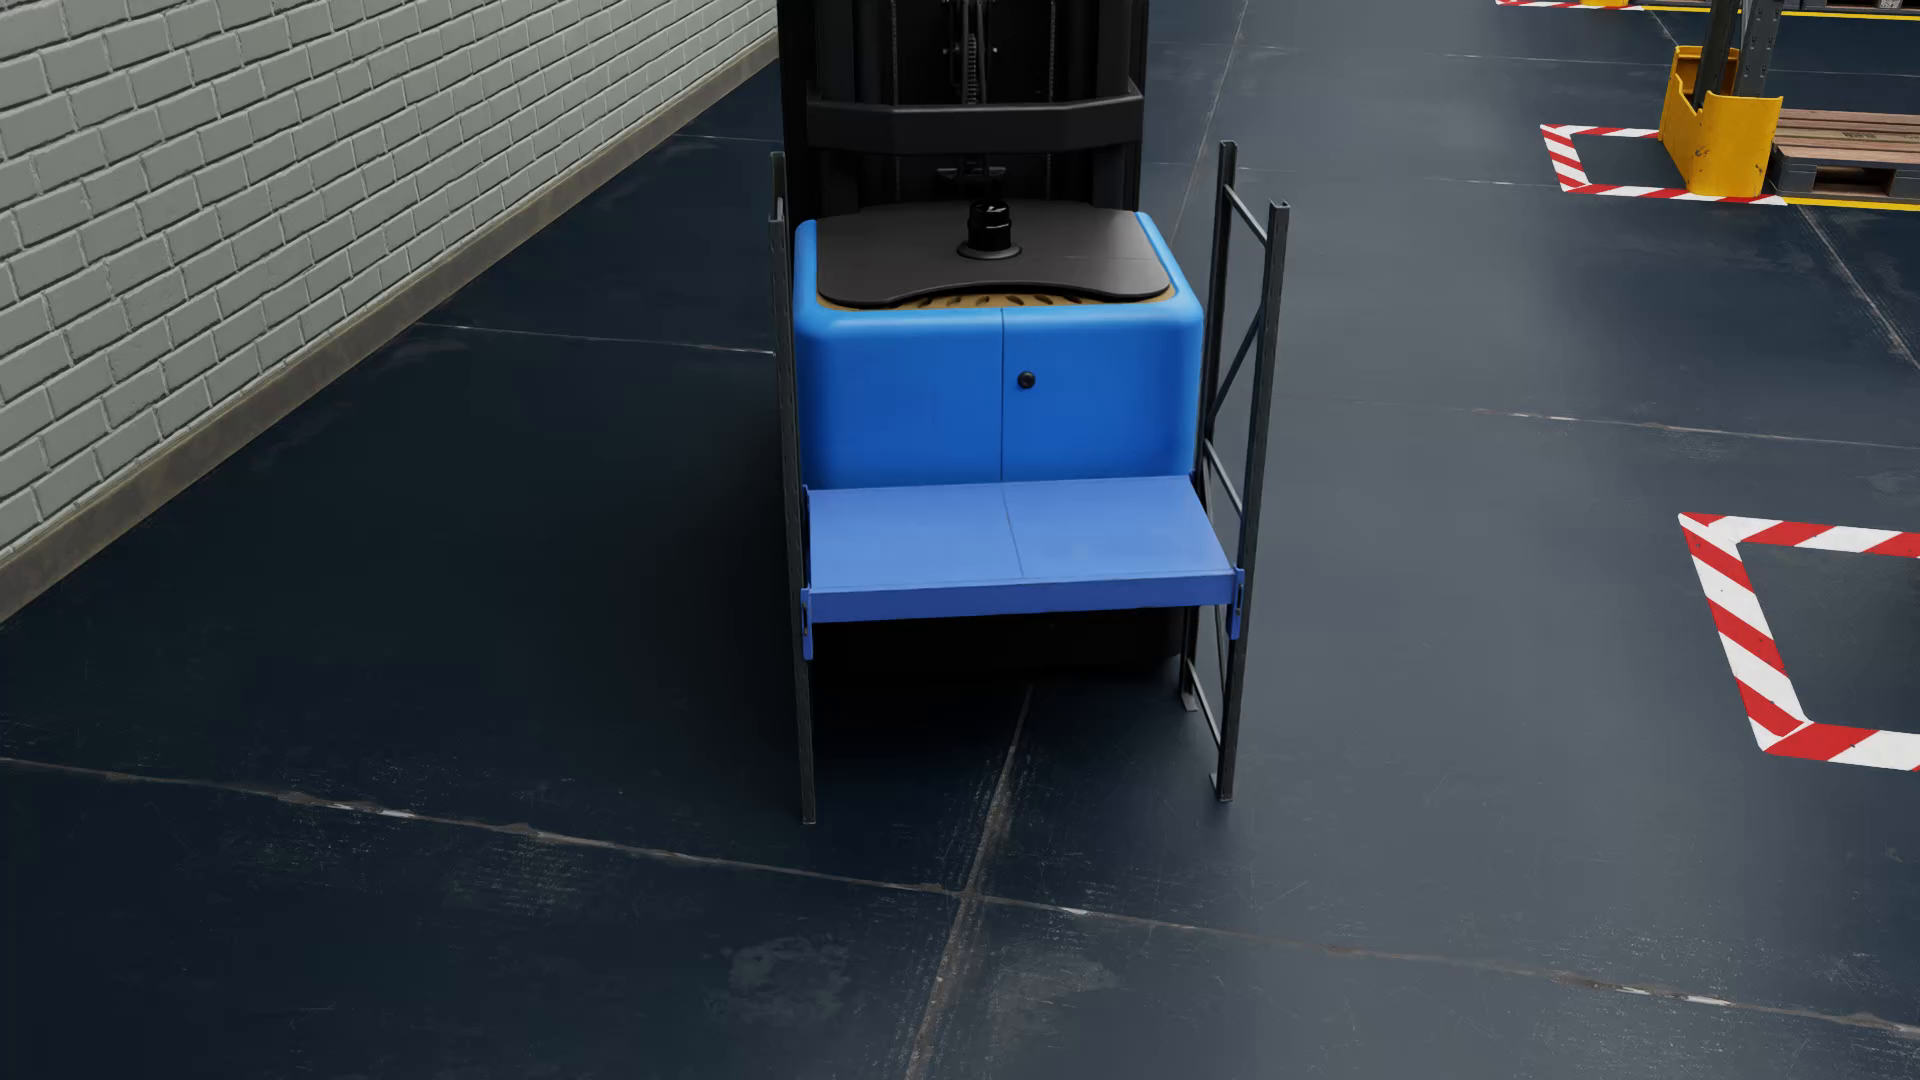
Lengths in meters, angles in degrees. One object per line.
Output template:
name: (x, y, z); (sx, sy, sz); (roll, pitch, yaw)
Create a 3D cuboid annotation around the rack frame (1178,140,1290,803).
rack frame: (0.629, -0.133, 3.929); (0.032, 1.500, 0.500); (-2, 29, -4)

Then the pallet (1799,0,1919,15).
pallet: (7.051, -4.267, 12.825); (1.213, 0.211, 1.003); (6, 29, 11)

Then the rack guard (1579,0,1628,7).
rack guard: (5.040, -4.563, 13.064); (0.348, 0.500, 1.175); (6, 29, 11)

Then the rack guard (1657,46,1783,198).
rack guard: (4.003, -2.231, 8.805); (0.348, 0.500, 1.175); (6, 29, 11)

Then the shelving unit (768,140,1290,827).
shelving unit: (0.122, -0.111, 3.889); (1.048, 1.500, 0.538); (-2, 29, -4)

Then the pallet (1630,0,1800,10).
pallet: (5.862, -4.391, 13.050); (1.213, 0.211, 1.003); (6, 29, 11)

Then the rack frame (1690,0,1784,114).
rack frame: (4.029, -3.331, 8.211); (0.127, 3.000, 1.000); (6, 29, 11)

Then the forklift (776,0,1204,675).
forklift: (-0.011, -1.603, 5.125); (1.130, 2.935, 3.031); (-2, 29, -4)

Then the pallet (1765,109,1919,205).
pallet: (4.828, -2.007, 8.696); (1.213, 0.211, 1.003); (6, 29, 11)

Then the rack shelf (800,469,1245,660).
rack shelf: (0.122, 0.047, 3.976); (1.000, 0.185, 0.538); (-2, 29, -4)

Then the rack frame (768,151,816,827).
rack frame: (-0.384, -0.089, 3.850); (0.032, 1.500, 0.500); (-2, 29, -4)
